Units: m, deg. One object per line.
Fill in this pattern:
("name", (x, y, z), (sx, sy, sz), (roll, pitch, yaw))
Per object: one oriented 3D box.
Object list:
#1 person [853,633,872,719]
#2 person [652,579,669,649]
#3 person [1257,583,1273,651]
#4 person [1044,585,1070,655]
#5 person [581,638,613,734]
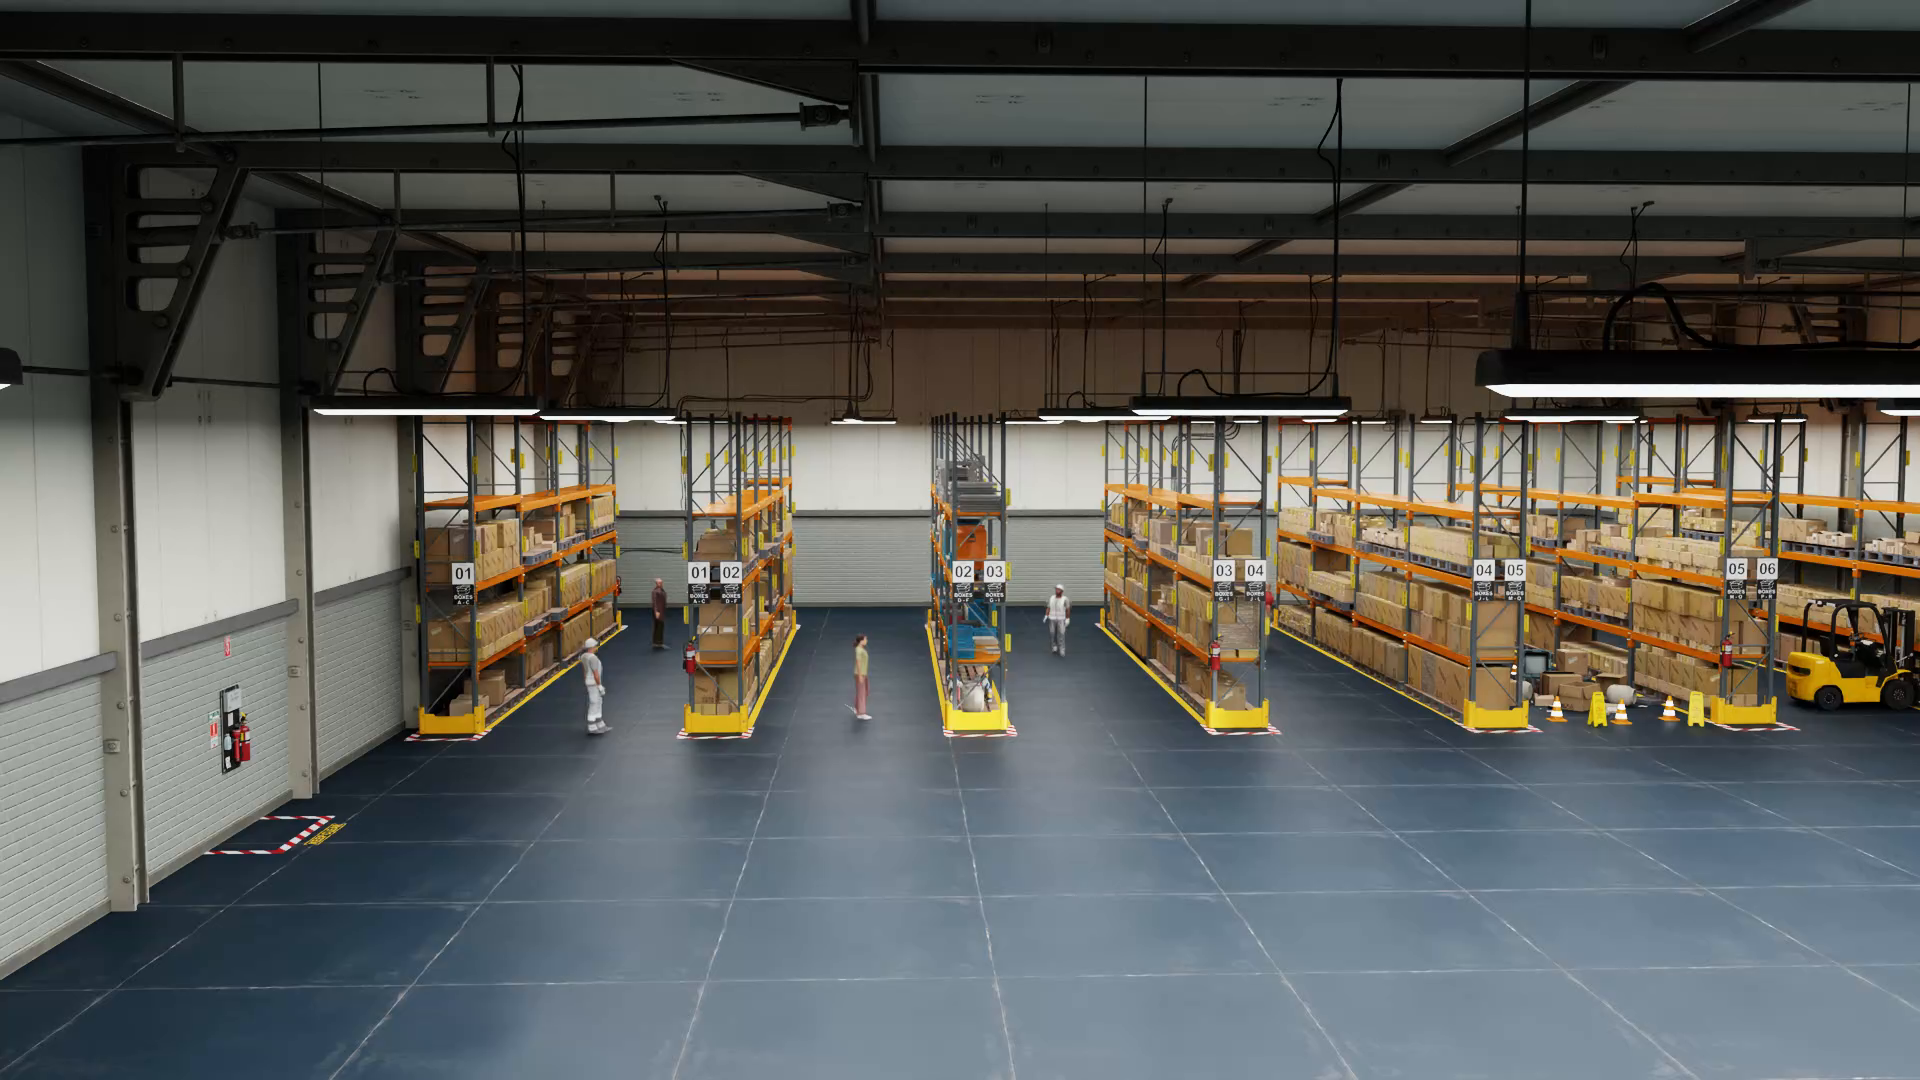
("person", (-1.928, 2.696, 32.712), (0.375, 1.735, 0.534), (0, 4, -2))
("person", (-7.766, 1.906, 43.094), (0.459, 1.810, 0.648), (0, 4, -2))
("person", (7.727, 1.969, 42.518), (0.516, 1.733, 0.565), (1, 4, 7))
("person", (2.432, 1.995, 41.707), (0.666, 1.721, 0.993), (0, 4, 2))
("person", (-6.783, 2.713, 31.083), (0.576, 1.789, 0.634), (-1, 4, -16))
